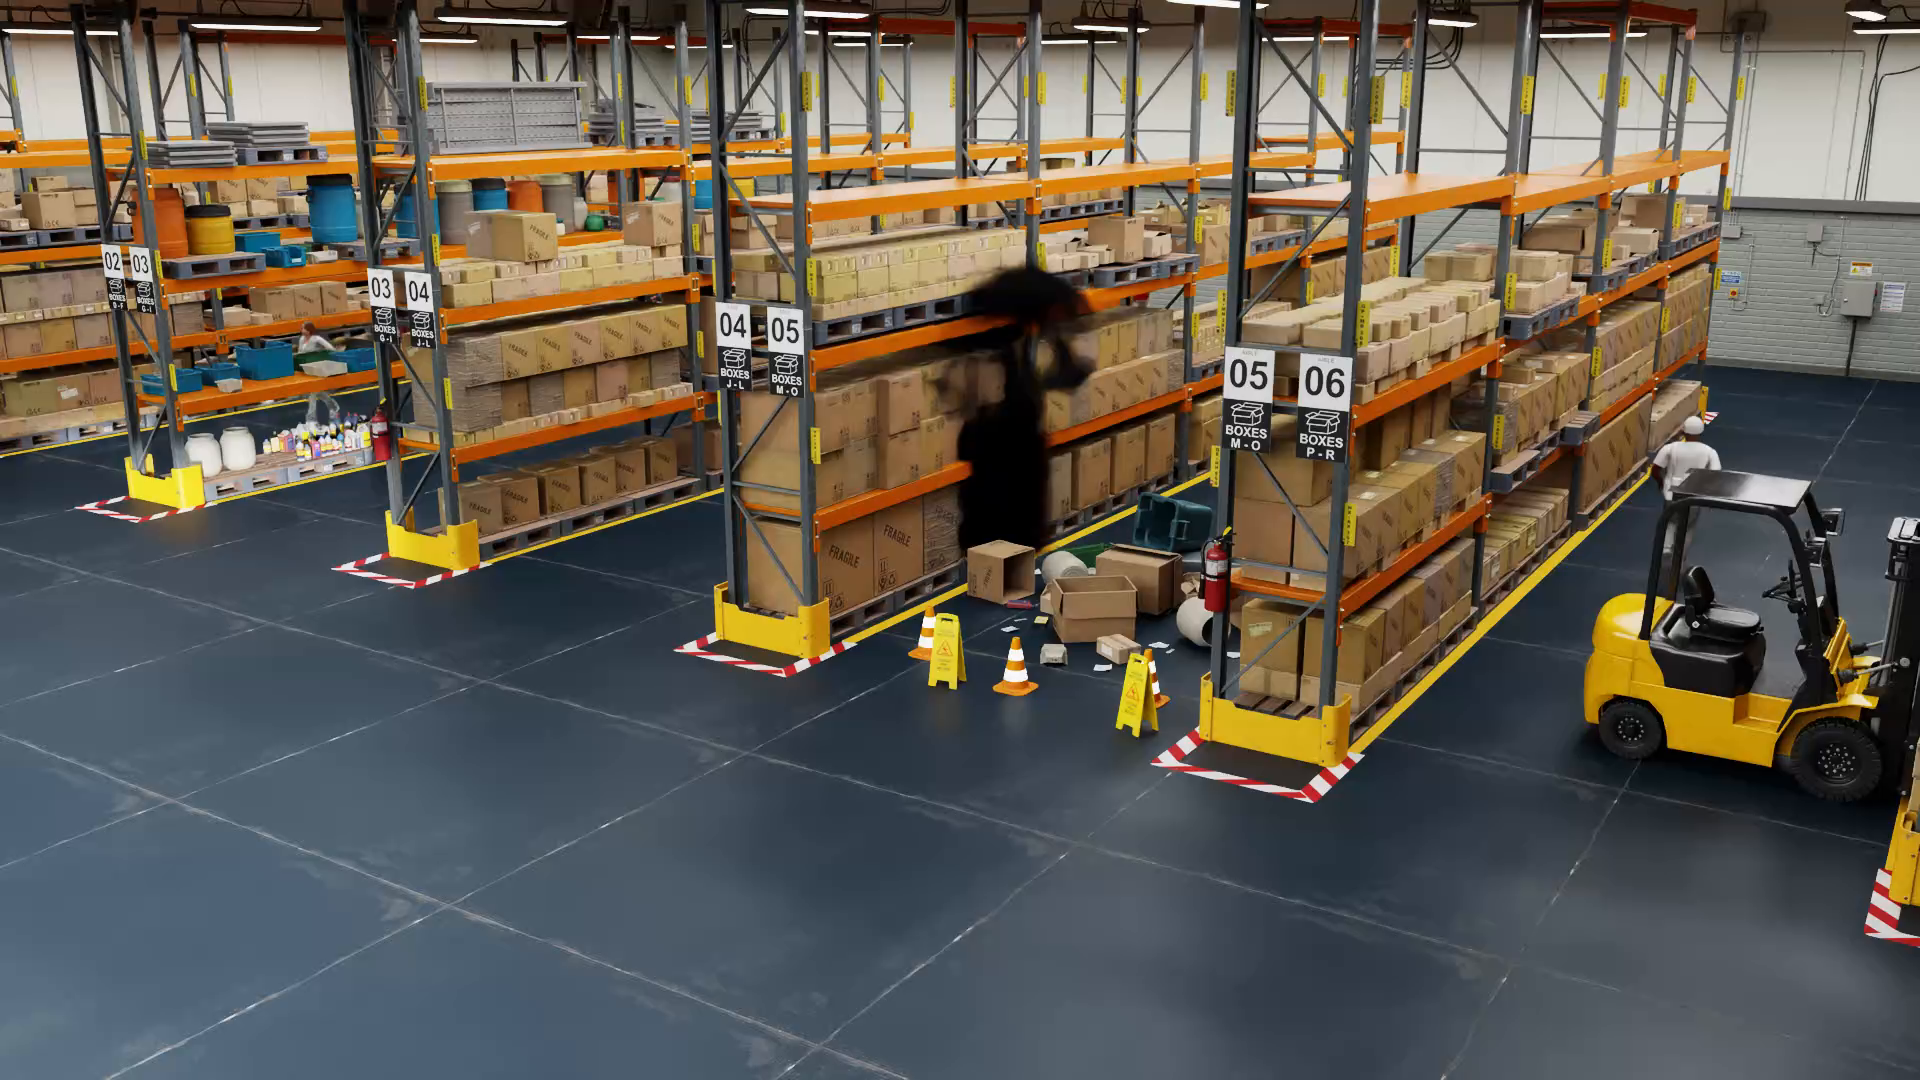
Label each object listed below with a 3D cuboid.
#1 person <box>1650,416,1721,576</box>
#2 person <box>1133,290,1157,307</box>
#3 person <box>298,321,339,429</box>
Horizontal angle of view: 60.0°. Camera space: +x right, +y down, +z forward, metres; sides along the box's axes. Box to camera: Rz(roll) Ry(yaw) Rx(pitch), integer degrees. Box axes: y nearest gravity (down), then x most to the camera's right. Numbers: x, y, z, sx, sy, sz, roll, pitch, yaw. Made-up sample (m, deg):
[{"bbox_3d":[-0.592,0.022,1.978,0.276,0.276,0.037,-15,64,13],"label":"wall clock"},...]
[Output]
[{"bbox_3d":[7.721,-0.486,17.741,0.692,1.720,0.591,7,17,24],"label":"person"},{"bbox_3d":[3.495,-4.598,32.638,0.649,1.719,0.951,-4,16,-13],"label":"person"},{"bbox_3d":[-9.821,-2.526,25.297,0.532,1.610,0.828,8,17,25],"label":"person"}]
